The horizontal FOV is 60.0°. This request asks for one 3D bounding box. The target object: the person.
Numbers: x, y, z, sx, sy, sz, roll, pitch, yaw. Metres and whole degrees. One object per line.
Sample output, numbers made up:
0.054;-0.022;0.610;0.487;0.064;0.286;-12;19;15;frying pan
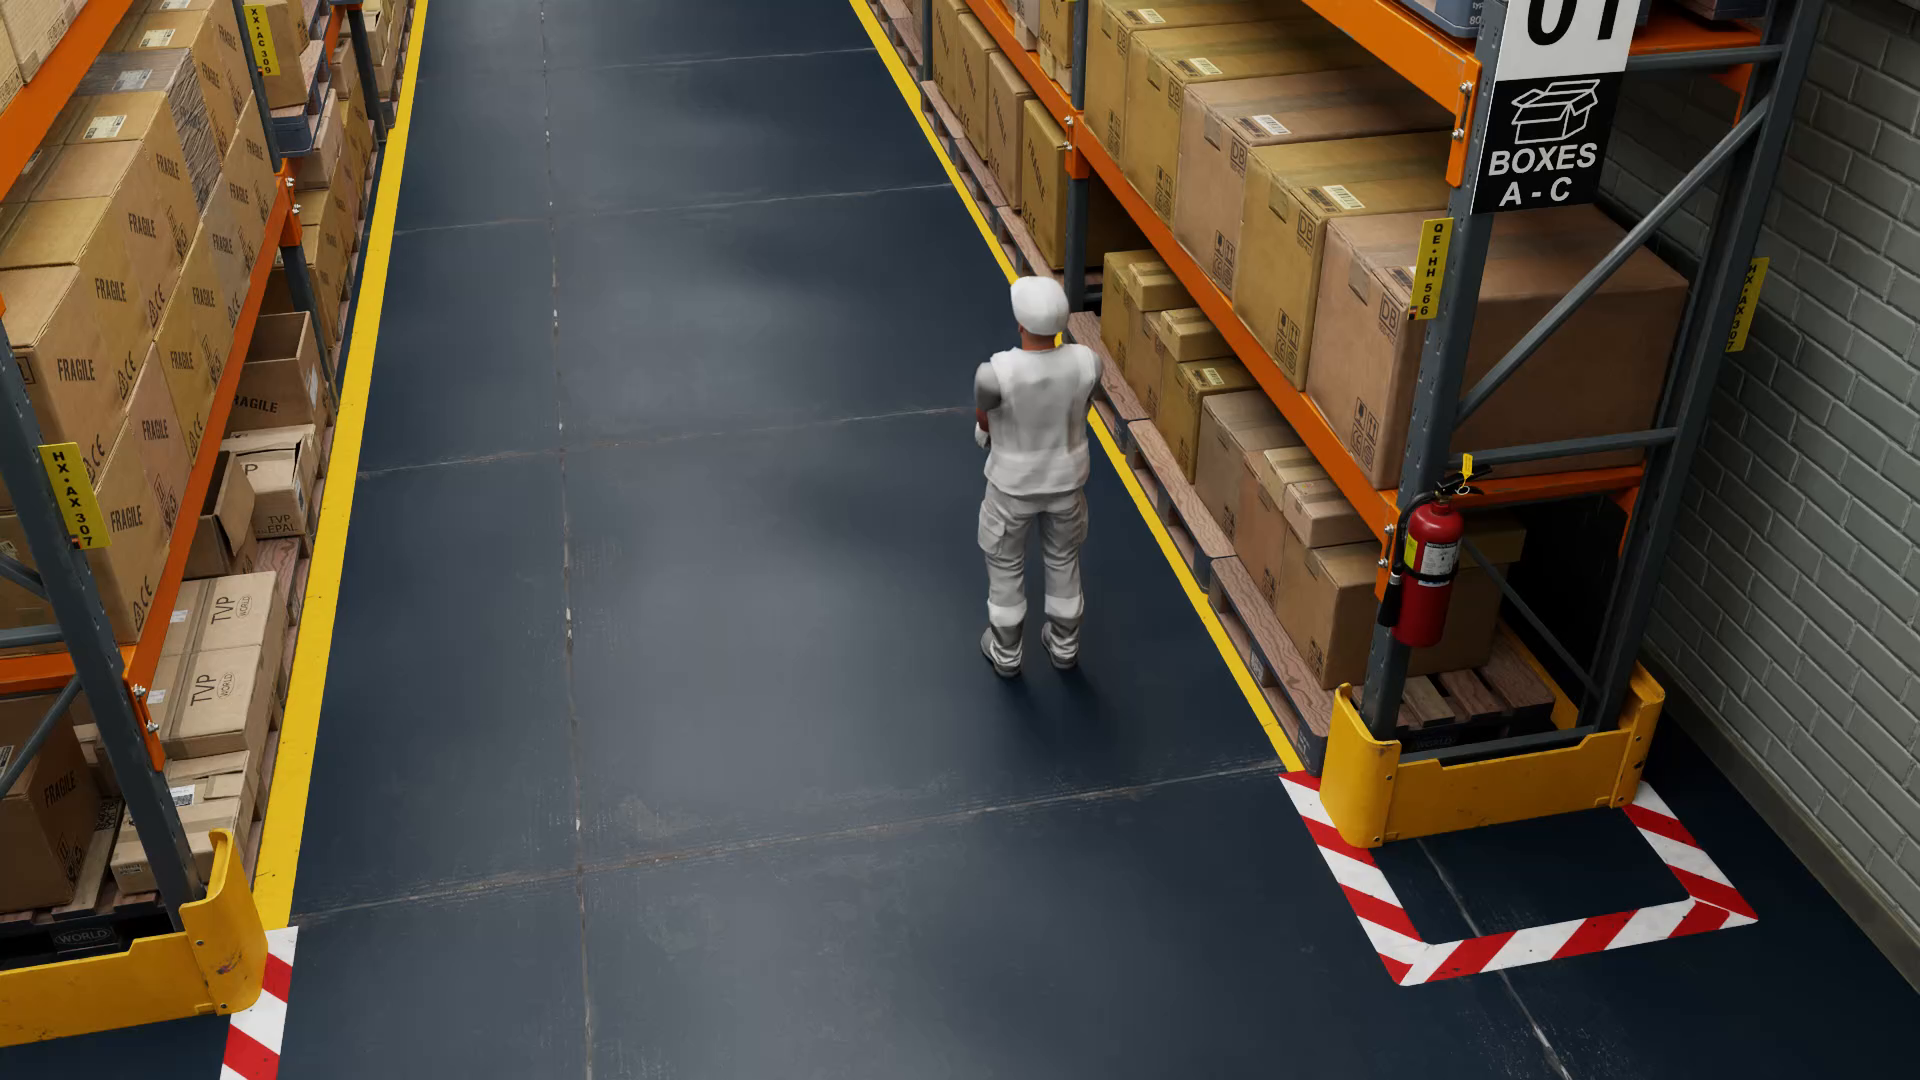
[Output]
0.277;-0.285;6.549;0.473;1.782;0.563;-7;35;-10;person
